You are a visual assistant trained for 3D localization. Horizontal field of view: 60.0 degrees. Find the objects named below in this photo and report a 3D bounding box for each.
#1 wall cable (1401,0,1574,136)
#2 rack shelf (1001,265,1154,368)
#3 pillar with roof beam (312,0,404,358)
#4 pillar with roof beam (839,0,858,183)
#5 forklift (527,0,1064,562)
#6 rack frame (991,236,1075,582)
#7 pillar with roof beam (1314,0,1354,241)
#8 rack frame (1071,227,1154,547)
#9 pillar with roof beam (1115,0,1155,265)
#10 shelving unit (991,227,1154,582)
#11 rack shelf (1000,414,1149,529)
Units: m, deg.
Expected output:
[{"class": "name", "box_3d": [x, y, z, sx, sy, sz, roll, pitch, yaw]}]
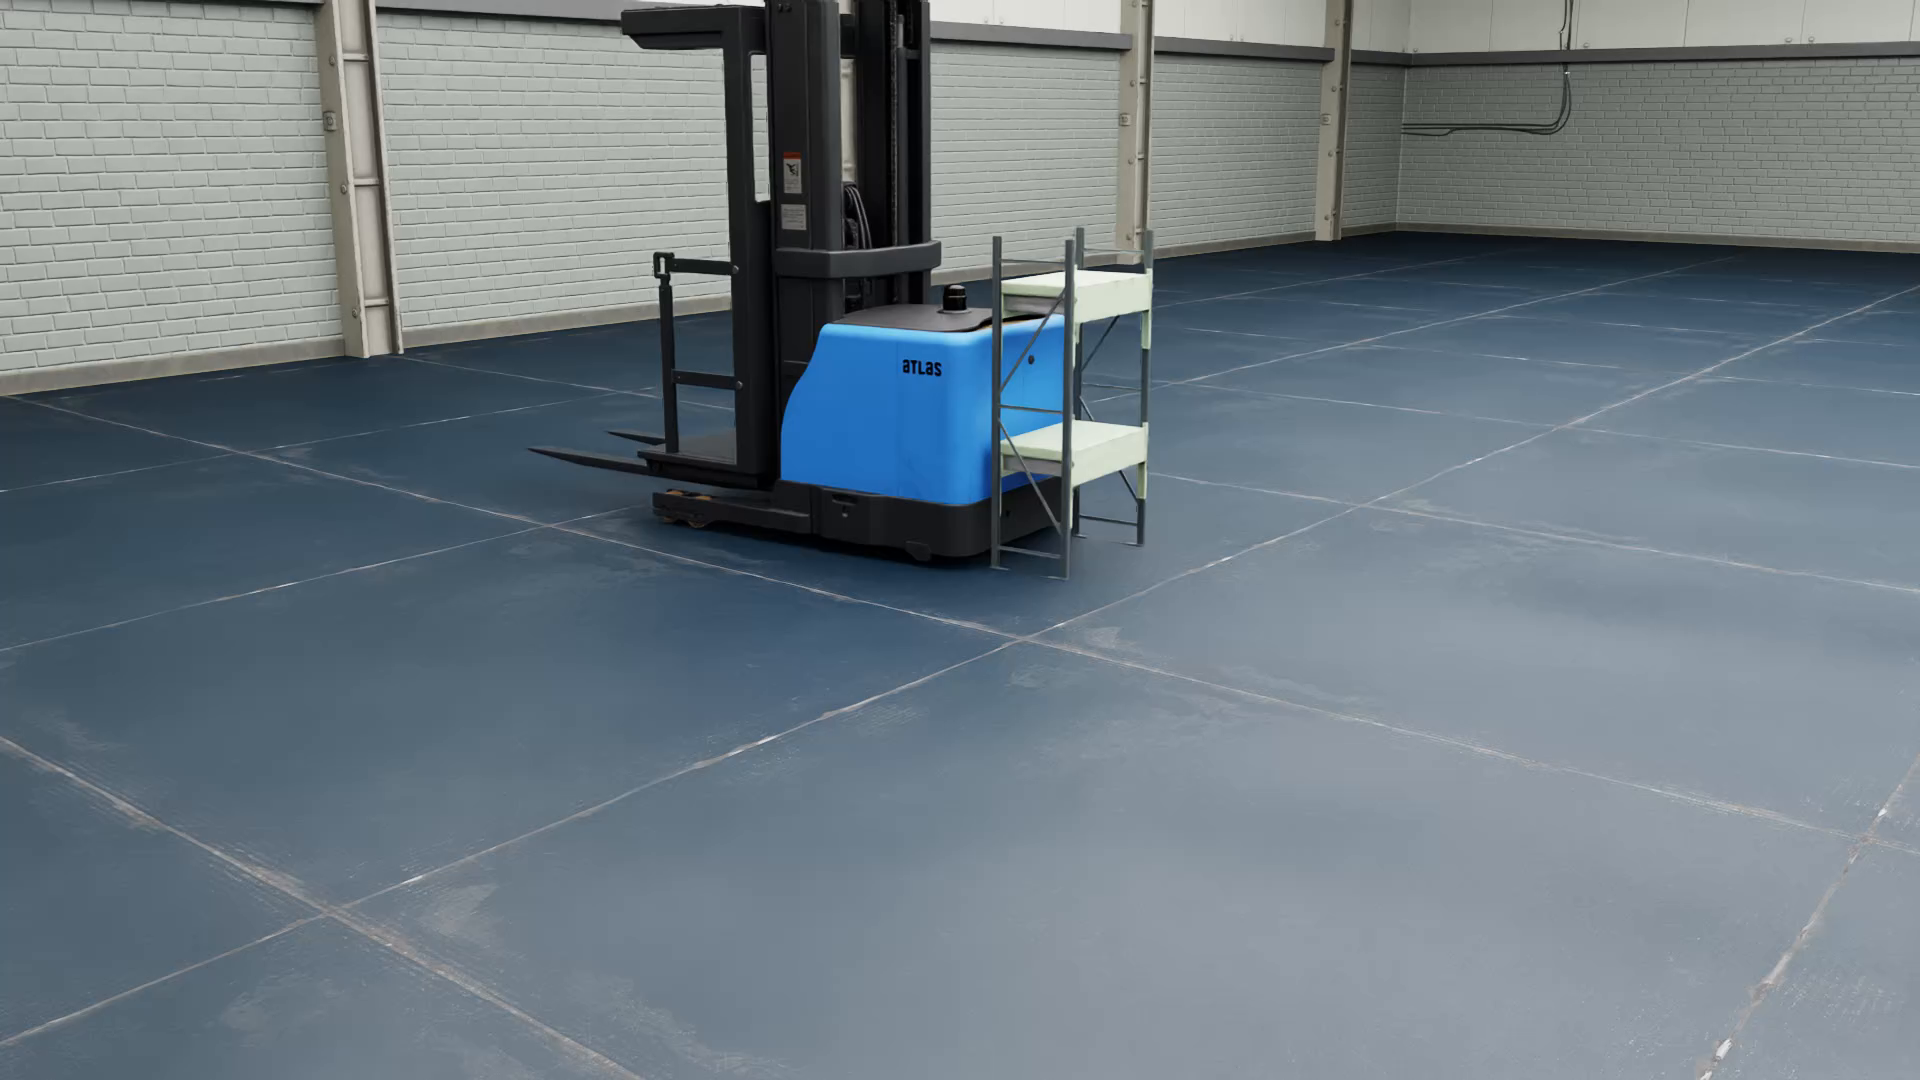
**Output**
[{"class": "wall cable", "box_3d": [9.082, -8.286, 28.771, 3.097, 2.526, 0.112, 11, 18, 38]}, {"class": "rack shelf", "box_3d": [0.516, -1.023, 7.520, 0.431, 0.370, 0.720, 9, 17, 32]}, {"class": "pillar with roof beam", "box_3d": [-1.763, -5.318, 10.781, 9.100, 9.000, 0.400, 11, 18, 38]}, {"class": "pillar with roof beam", "box_3d": [2.008, -6.467, 15.305, 9.100, 9.000, 0.400, 11, 18, 38]}, {"class": "forklift", "box_3d": [-0.956, -1.577, 8.376, 3.031, 2.935, 1.130, 9, 17, 32]}, {"class": "rack frame", "box_3d": [0.314, -0.570, 7.321, 0.400, 1.500, 0.023, 9, 17, 32]}, {"class": "pillar with roof beam", "box_3d": [9.550, -8.765, 24.351, 9.100, 9.000, 0.400, 11, 18, 38]}, {"class": "rack frame", "box_3d": [0.718, -0.720, 7.912, 0.400, 1.500, 0.023, 9, 17, 32]}, {"class": "pillar with roof beam", "box_3d": [5.779, -7.616, 19.828, 9.100, 9.000, 0.400, 11, 18, 38]}, {"class": "shelving unit", "box_3d": [0.516, -0.645, 7.616, 0.431, 1.500, 0.755, 9, 17, 32]}, {"class": "rack shelf", "box_3d": [0.516, -0.329, 7.697, 0.431, 0.370, 0.720, 9, 17, 32]}]
